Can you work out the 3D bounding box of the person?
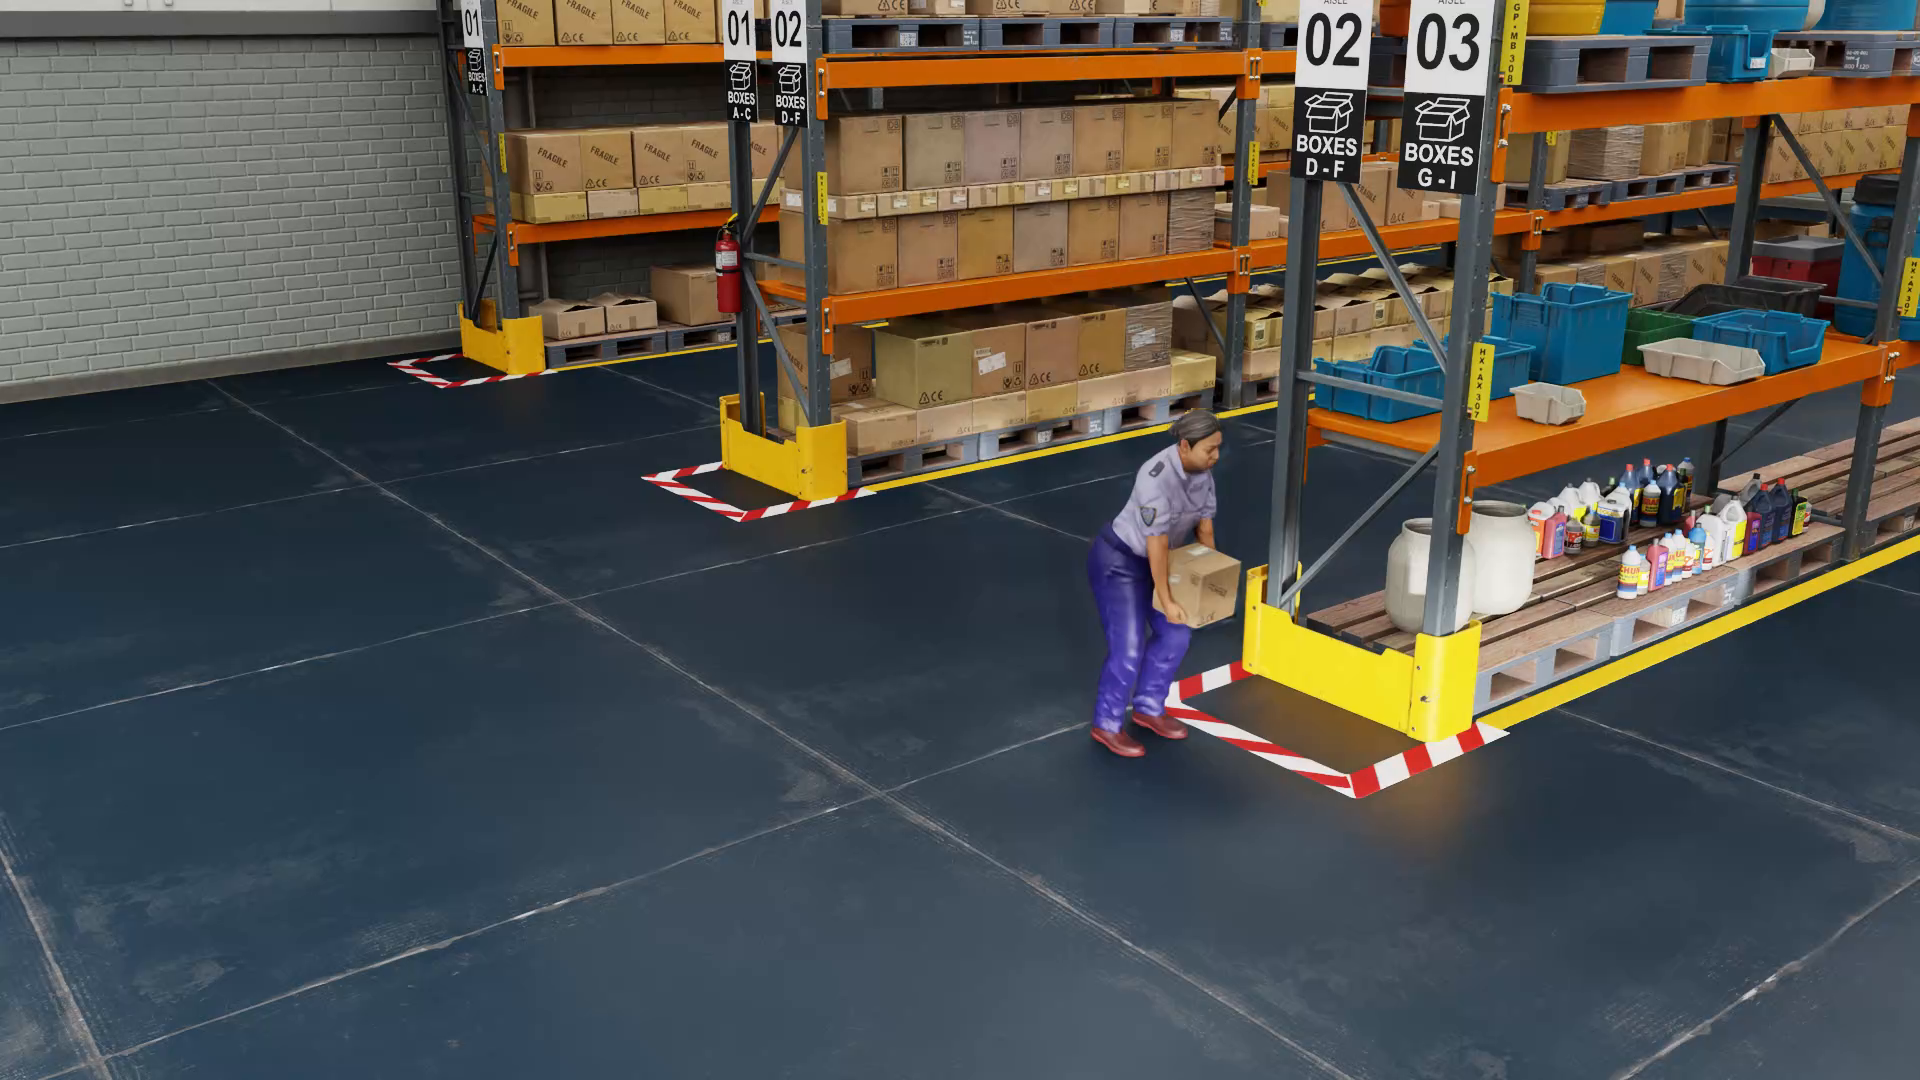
[{"bbox_3d":[0.855,0.170,7.208,0.445,1.559,0.599,-16,24,-40],"label":"person"}]
